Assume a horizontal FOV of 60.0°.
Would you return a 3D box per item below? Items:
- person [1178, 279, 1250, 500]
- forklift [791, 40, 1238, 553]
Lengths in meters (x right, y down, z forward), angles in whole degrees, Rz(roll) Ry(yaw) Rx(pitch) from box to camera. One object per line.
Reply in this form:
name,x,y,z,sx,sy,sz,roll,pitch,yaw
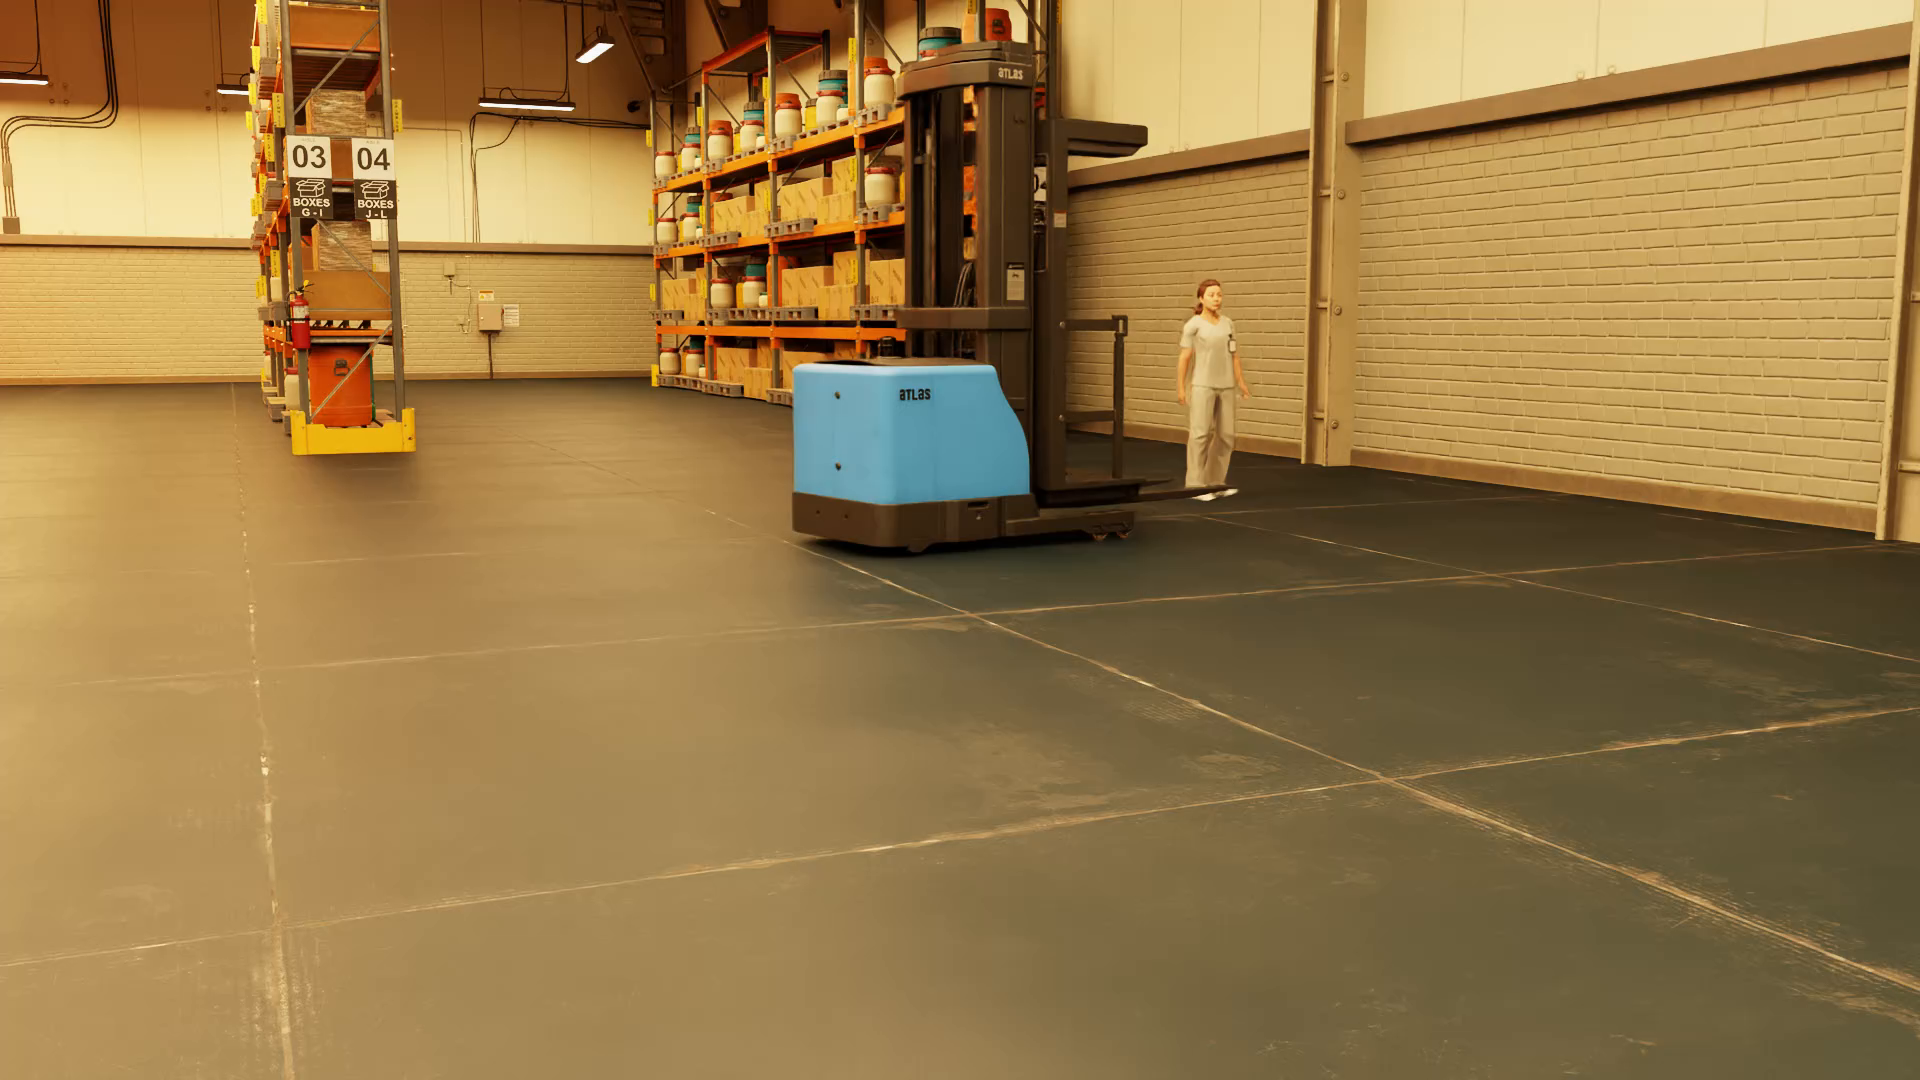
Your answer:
person,1.927,-1.130,12.540,0.538,1.661,0.478,-3,8,-19
forklift,0.465,-1.508,10.376,3.031,2.935,1.130,-6,9,-37
